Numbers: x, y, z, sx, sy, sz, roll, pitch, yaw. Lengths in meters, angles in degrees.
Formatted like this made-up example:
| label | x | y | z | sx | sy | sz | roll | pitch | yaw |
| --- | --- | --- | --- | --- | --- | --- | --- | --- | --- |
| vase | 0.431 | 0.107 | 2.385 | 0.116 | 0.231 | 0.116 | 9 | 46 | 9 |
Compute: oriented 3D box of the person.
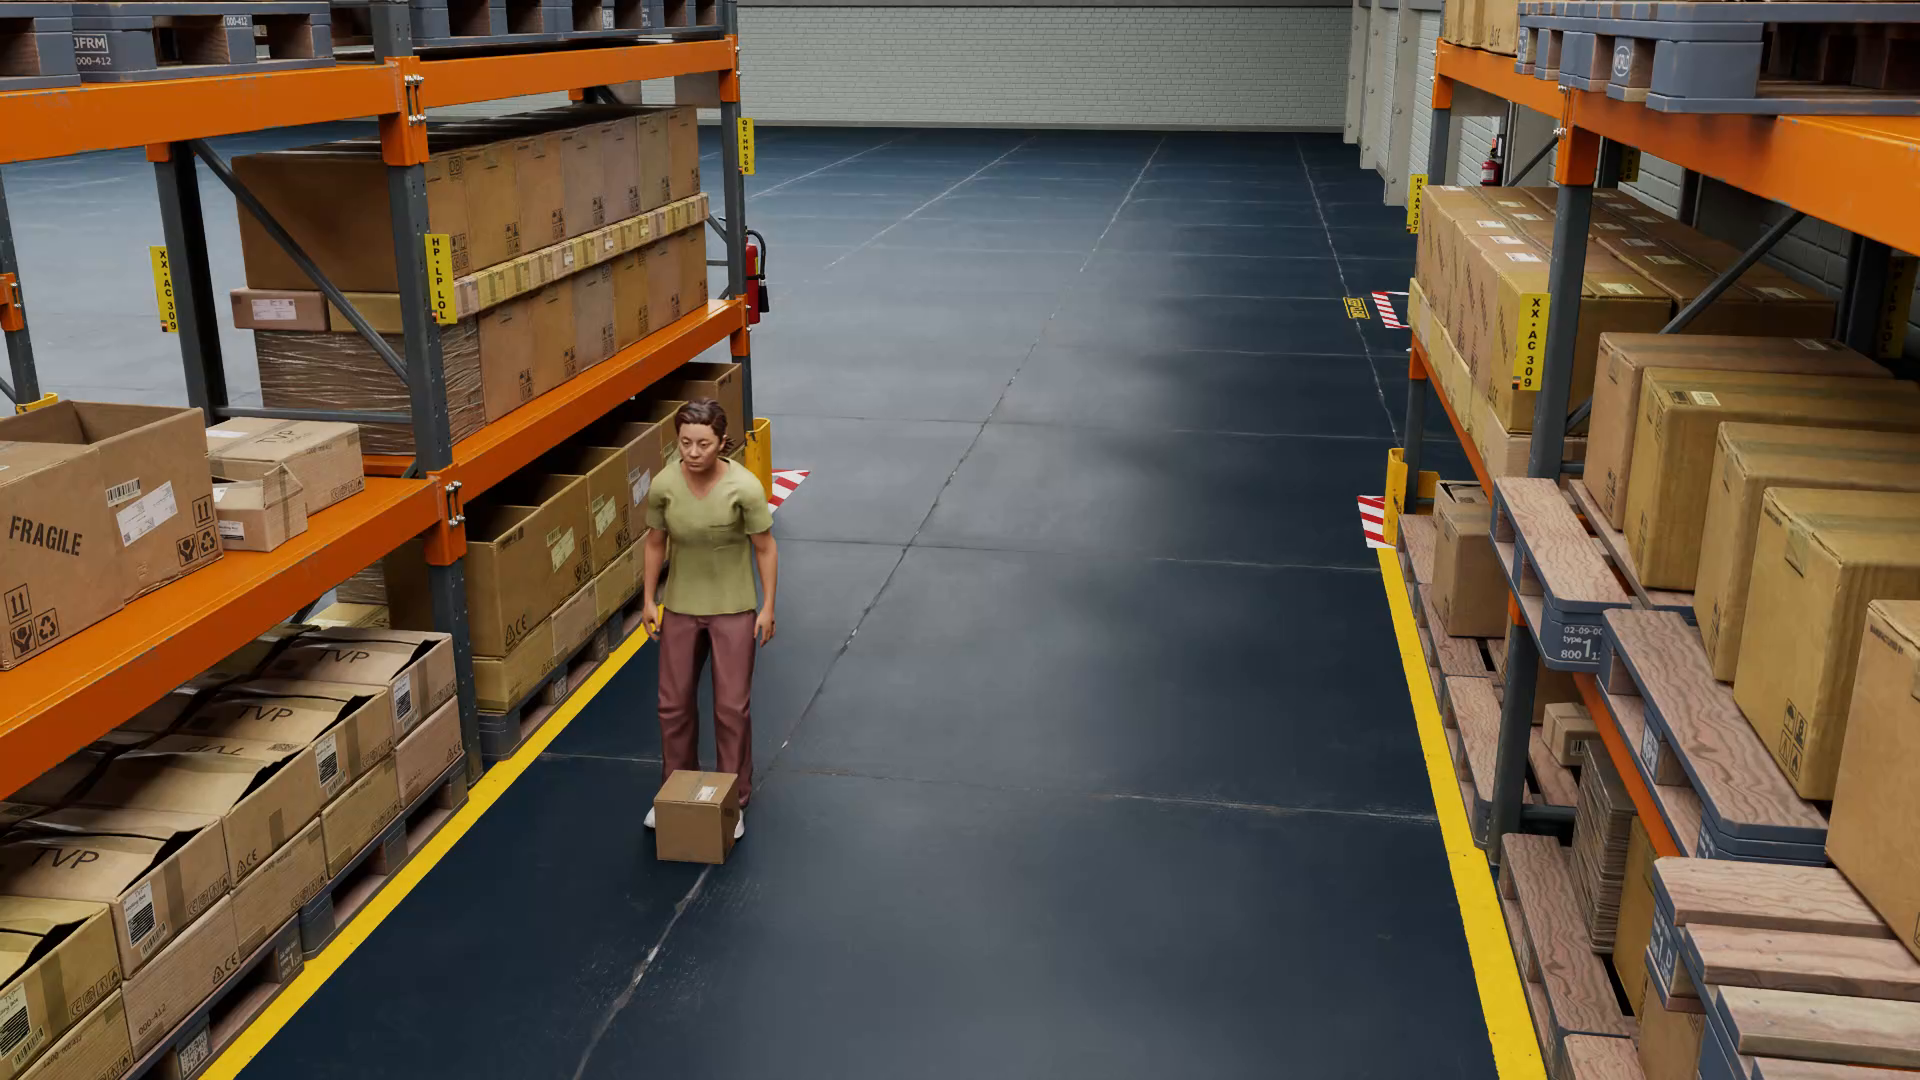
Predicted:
| label | x | y | z | sx | sy | sz | roll | pitch | yaw |
| --- | --- | --- | --- | --- | --- | --- | --- | --- | --- |
| person | -0.941 | 0.286 | 6.176 | 0.516 | 1.673 | 0.407 | 2 | 18 | 7 |
